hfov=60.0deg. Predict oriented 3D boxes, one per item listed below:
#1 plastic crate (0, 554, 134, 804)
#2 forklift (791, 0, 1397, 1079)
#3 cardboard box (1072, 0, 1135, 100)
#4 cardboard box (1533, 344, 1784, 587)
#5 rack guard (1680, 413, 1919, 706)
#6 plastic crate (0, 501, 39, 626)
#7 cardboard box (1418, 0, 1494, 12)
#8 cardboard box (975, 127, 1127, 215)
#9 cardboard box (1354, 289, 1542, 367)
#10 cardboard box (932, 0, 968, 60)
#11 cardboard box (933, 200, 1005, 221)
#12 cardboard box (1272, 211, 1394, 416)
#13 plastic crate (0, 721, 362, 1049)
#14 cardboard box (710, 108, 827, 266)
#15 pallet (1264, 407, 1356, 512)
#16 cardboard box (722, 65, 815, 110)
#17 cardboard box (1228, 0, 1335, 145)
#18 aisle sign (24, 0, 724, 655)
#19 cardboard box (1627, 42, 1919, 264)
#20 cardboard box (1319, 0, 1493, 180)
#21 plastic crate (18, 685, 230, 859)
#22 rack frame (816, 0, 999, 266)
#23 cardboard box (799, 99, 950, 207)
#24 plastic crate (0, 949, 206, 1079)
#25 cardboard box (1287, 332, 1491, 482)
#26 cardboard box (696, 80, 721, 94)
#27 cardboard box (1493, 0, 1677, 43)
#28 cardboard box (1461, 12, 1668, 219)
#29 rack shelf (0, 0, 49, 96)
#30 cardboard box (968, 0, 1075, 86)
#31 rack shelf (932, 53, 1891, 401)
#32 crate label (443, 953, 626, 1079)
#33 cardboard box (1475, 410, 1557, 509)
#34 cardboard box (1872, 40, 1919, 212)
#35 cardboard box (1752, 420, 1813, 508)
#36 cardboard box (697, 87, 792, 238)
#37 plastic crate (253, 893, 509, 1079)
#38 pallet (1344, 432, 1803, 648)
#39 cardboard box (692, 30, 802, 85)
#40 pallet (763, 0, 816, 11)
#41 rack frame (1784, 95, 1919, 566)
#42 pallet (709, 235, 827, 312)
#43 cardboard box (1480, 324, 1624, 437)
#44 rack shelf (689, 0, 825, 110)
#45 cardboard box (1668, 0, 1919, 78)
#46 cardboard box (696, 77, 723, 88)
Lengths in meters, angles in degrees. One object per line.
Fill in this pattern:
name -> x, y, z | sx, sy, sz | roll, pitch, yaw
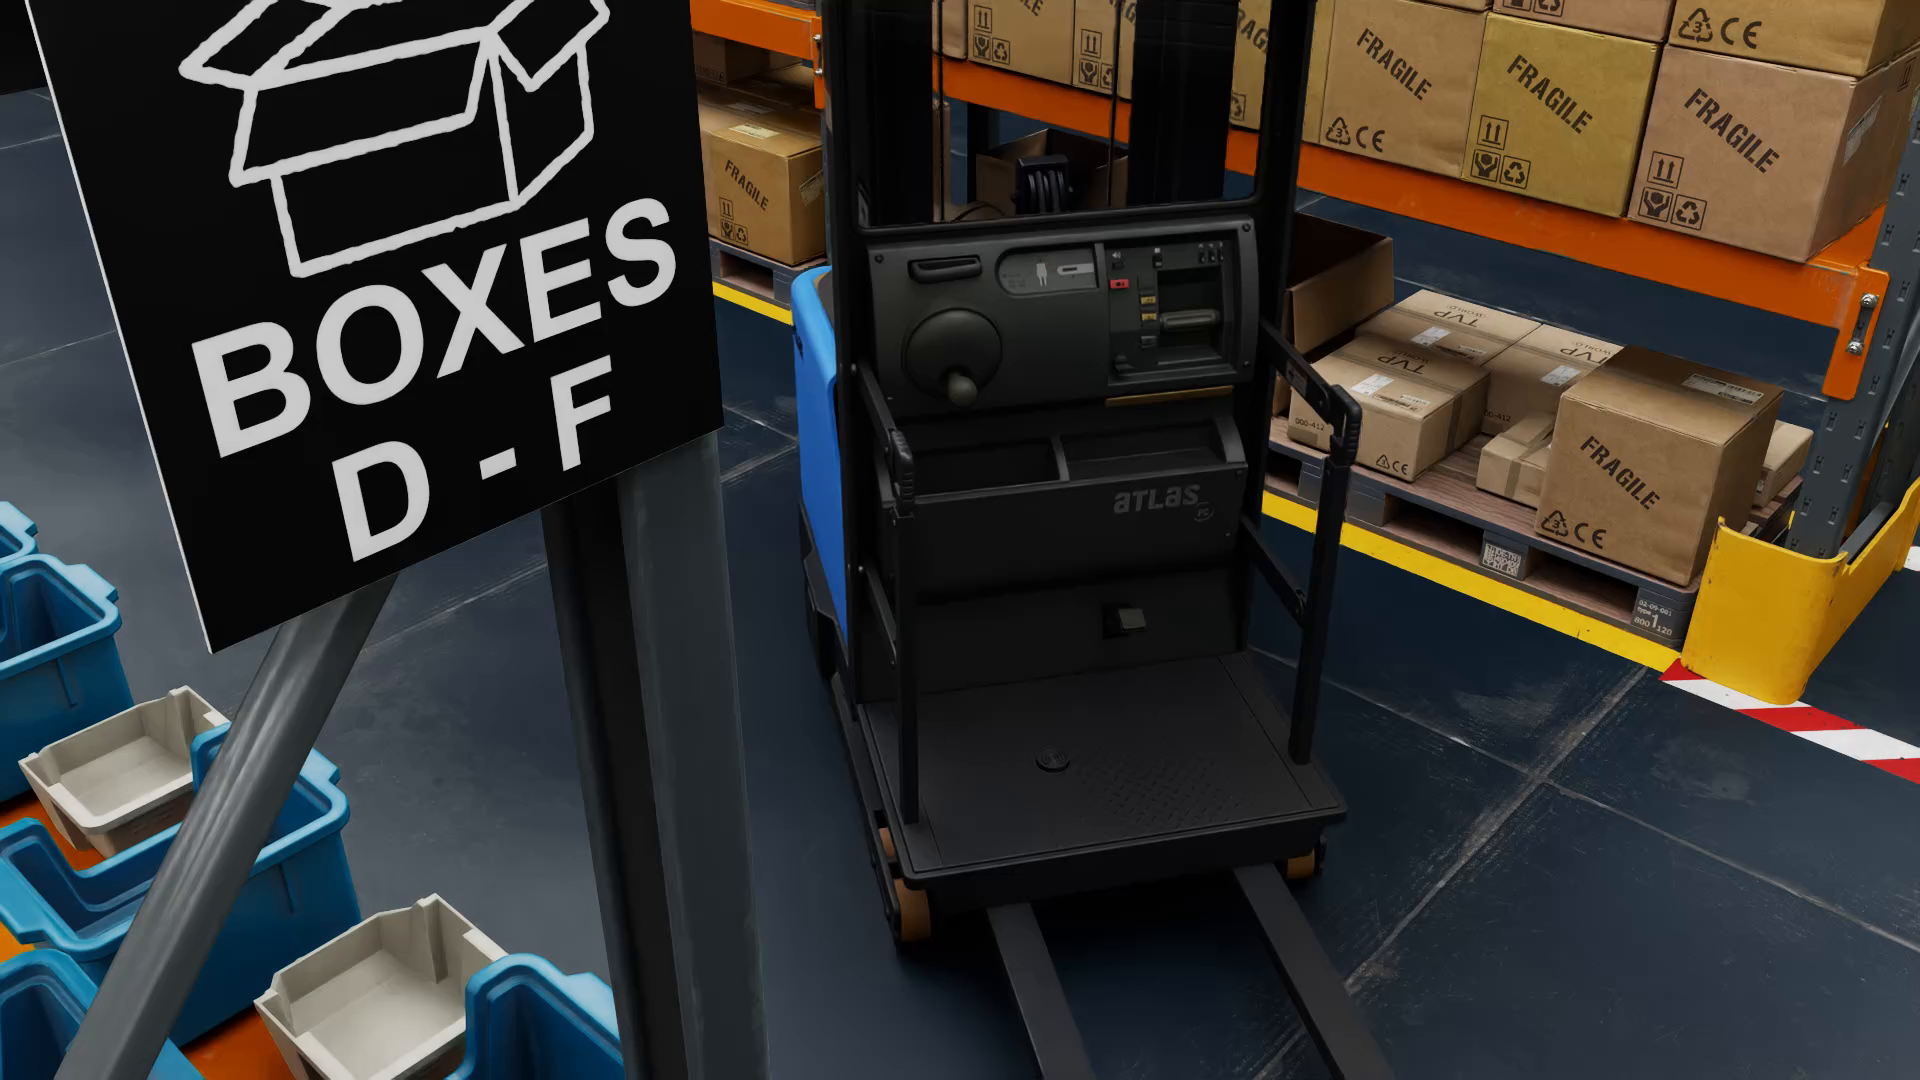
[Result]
plastic crate -> -1.498, 0.235, 2.555 | 0.300, 0.233, 0.416 | 25, 39, 35
forklift -> 0.302, -0.479, 3.704 | 1.130, 2.935, 3.031 | -7, 32, -11
cardboard box -> 0.748, -1.833, 5.790 | 0.500, 0.500, 0.500 | 25, 39, 35
cardboard box -> 2.199, -0.248, 5.251 | 0.500, 0.500, 0.500 | 25, 39, 35
rack guard -> 2.711, 0.008, 5.252 | 0.348, 0.500, 1.175 | 25, 39, 35
plastic crate -> -1.720, 0.131, 2.728 | 0.300, 0.233, 0.416 | 25, 39, 35
cardboard box -> 1.490, -1.909, 4.946 | 0.500, 0.500, 0.500 | 26, 40, 36
cardboard box -> 0.414, -1.450, 7.247 | 0.500, 0.500, 0.500 | 25, 39, 35
cardboard box -> 1.813, -0.690, 6.227 | 0.500, 0.250, 0.500 | 25, 39, 35
cardboard box -> -0.004, -2.183, 6.371 | 0.500, 0.500, 0.500 | 26, 40, 36
cardboard box -> -0.033, -1.229, 7.064 | 0.500, 0.311, 0.500 | 25, 39, 35
cardboard box -> 1.198, -0.892, 6.317 | 0.637, 0.503, 0.797 | 25, 39, 35
plastic crate -> -1.010, 0.463, 2.176 | 0.300, 0.233, 0.416 | 25, 39, 35
cardboard box -> -0.757, -1.600, 7.496 | 0.500, 0.500, 0.500 | 25, 39, 35
pallet -> 1.219, -0.566, 6.486 | 1.213, 0.211, 1.003 | 25, 39, 35
cardboard box -> -0.797, -1.979, 8.127 | 0.500, 0.500, 0.500 | 26, 39, 36
cardboard box -> 1.126, -1.658, 5.498 | 0.500, 0.500, 0.500 | 24, 39, 34
aisle sign -> -0.307, -0.346, 0.896 | 0.004, 0.787, 0.394 | 25, 39, 35
cardboard box -> 2.252, -1.130, 4.622 | 0.500, 0.500, 0.500 | 26, 40, 36
cardboard box -> 1.499, -1.483, 5.209 | 0.500, 0.500, 0.500 | 25, 39, 35
plastic crate -> -1.207, 0.355, 2.450 | 0.298, 0.136, 0.250 | 25, 39, 35
rack frame -> -0.199, -2.421, 6.863 | 0.127, 3.000, 1.000 | 25, 39, 35
cardboard box -> -0.394, -1.799, 7.827 | 0.500, 0.500, 0.500 | 23, 38, 33
plastic crate -> -0.933, 0.771, 1.469 | 0.499, 0.435, 0.616 | 25, 39, 35
cardboard box -> 1.514, -0.481, 5.881 | 0.500, 0.250, 0.500 | 25, 39, 35
cardboard box -> -1.489, -1.948, 8.074 | 0.500, 0.500, 0.500 | 26, 39, 36
cardboard box -> 1.877, -1.731, 4.651 | 0.500, 0.500, 0.500 | 26, 40, 36
cardboard box -> 1.865, -1.309, 4.918 | 0.500, 0.500, 0.500 | 25, 39, 35
rack shelf -> -2.042, -0.813, 1.981 | 4.000, 0.370, 1.077 | 25, 39, 35
cardboard box -> 0.378, -2.007, 6.079 | 0.500, 0.500, 0.500 | 26, 40, 36
rack shelf -> 1.284, -1.421, 5.899 | 4.000, 0.370, 1.077 | 25, 39, 35
crate label -> -0.522, 0.691, 1.798 | 0.303, 0.233, 0.416 | 25, 39, 35
cardboard box -> 1.959, -0.280, 5.627 | 0.250, 0.166, 0.380 | 25, 39, 35
cardboard box -> 2.615, -1.334, 4.960 | 0.500, 0.500, 0.500 | 26, 40, 36
cardboard box -> 2.687, -0.280, 5.644 | 0.250, 0.149, 0.380 | 25, 39, 35
cardboard box -> -1.118, -1.774, 7.786 | 0.500, 0.500, 0.500 | 25, 39, 35
plastic crate -> -0.704, 0.590, 2.060 | 0.298, 0.136, 0.250 | 25, 39, 35
pallet -> 2.119, -0.144, 5.784 | 1.213, 0.211, 1.003 | 25, 39, 35
cardboard box -> -1.135, -2.466, 8.209 | 0.500, 0.250, 0.500 | 25, 39, 35
pallet -> -0.718, -2.657, 7.441 | 1.213, 0.211, 1.003 | 25, 39, 35
rack frame -> 2.767, -1.037, 4.564 | 0.127, 3.000, 1.000 | 25, 39, 35
pallet -> -0.827, -1.493, 8.026 | 1.213, 0.211, 1.003 | 25, 39, 35
cardboard box -> 2.184, -0.517, 5.939 | 0.500, 0.250, 0.500 | 25, 39, 35
rack shelf -> -1.681, -2.805, 8.198 | 4.000, 0.370, 1.077 | 25, 39, 35
cardboard box -> 2.253, -1.557, 4.361 | 0.500, 0.500, 0.500 | 25, 39, 35
cardboard box -> -1.162, -2.155, 8.419 | 0.500, 0.500, 0.500 | 26, 39, 36
